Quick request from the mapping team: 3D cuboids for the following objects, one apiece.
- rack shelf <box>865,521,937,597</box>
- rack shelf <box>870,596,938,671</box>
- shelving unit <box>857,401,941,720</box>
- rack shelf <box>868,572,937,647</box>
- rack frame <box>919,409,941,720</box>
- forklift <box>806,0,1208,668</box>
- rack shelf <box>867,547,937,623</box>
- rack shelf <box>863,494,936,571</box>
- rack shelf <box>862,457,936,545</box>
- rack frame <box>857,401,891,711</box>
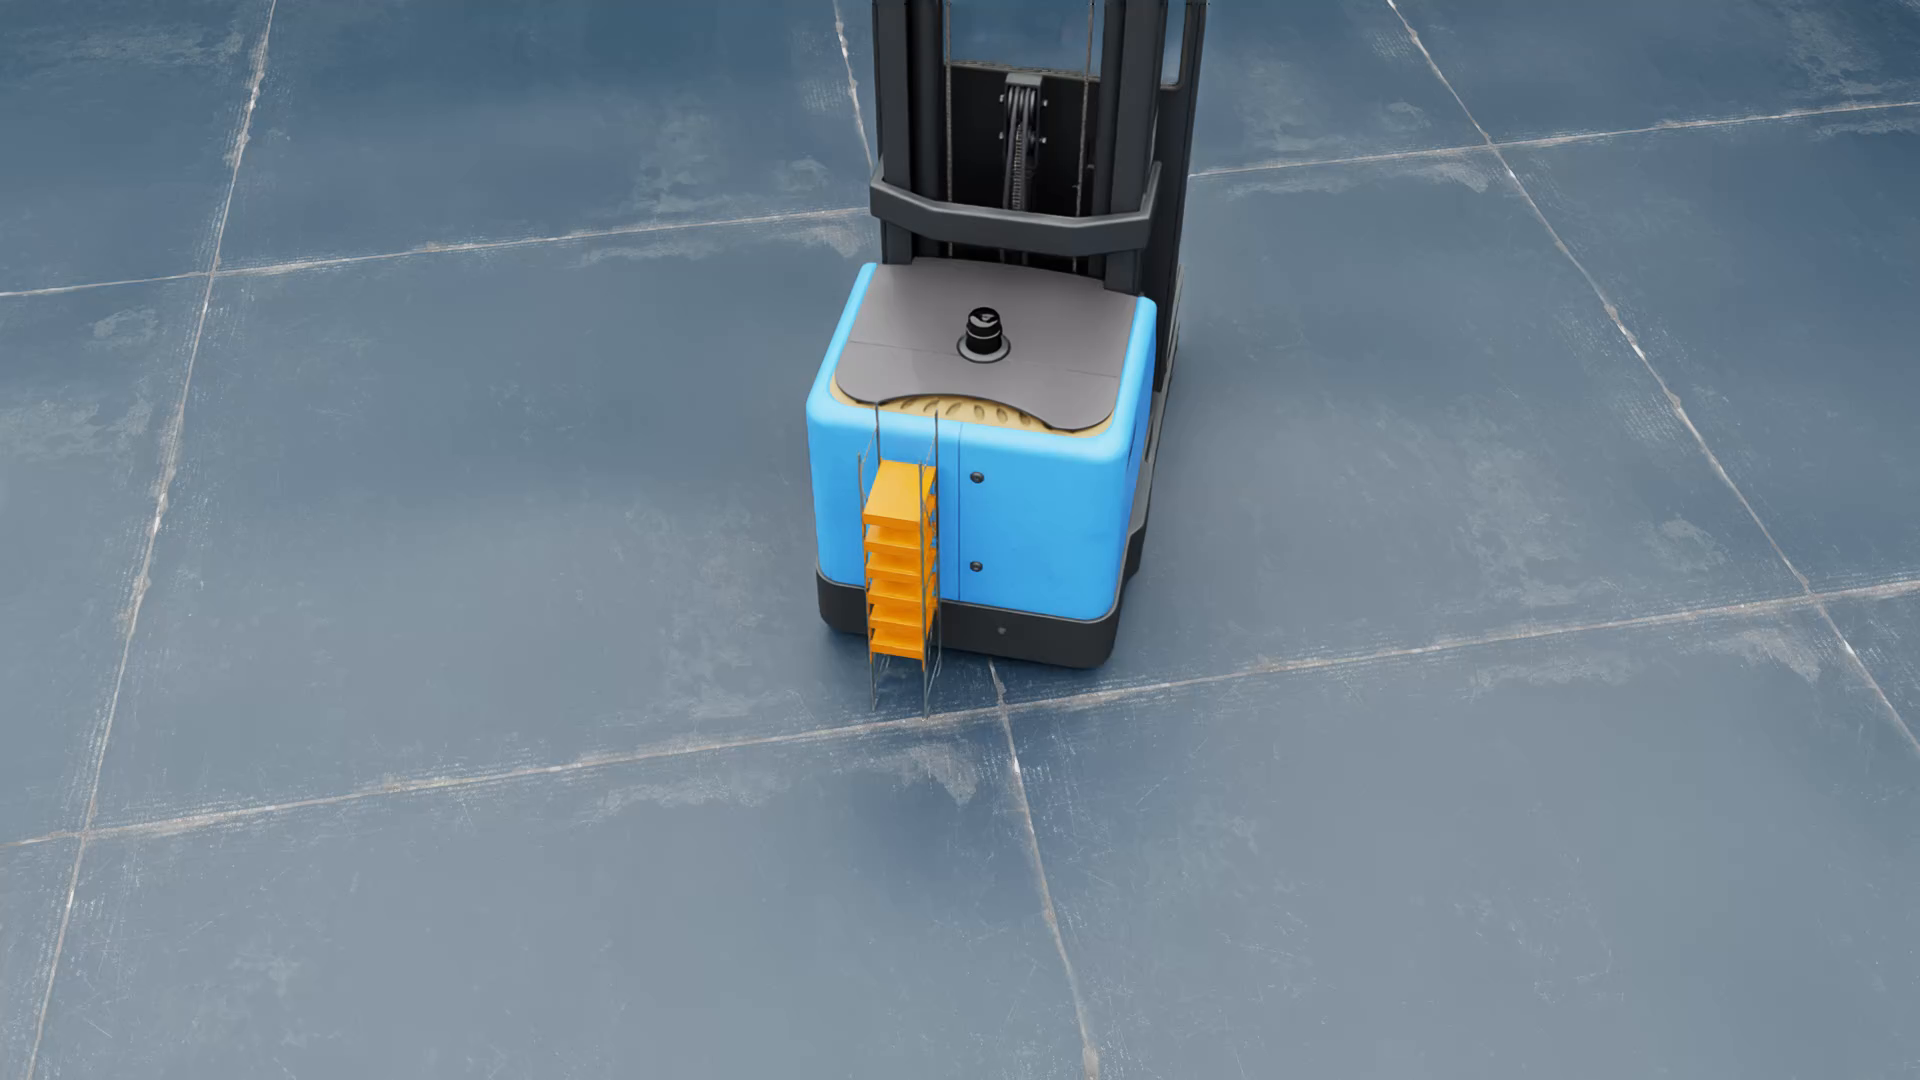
[{"bbox_3d":[-0.182,0.044,5.269,0.180,0.103,0.258,8,47,8],"label":"rack shelf"},{"bbox_3d":[-0.182,0.294,5.528,0.180,0.103,0.258,8,47,8],"label":"rack shelf"},{"bbox_3d":[-0.182,0.097,5.323,0.189,1.200,0.258,8,47,8],"label":"shelving unit"},{"bbox_3d":[-0.182,0.211,5.442,0.180,0.103,0.258,8,47,8],"label":"rack shelf"},{"bbox_3d":[-0.092,0.110,5.310,0.006,1.200,0.240,8,47,8],"label":"rack frame"},{"bbox_3d":[0.302,-1.655,5.809,1.130,2.935,3.031,8,47,8],"label":"forklift"},{"bbox_3d":[-0.182,0.128,5.355,0.180,0.103,0.258,8,47,8],"label":"rack shelf"},{"bbox_3d":[-0.182,-0.039,5.182,0.180,0.103,0.258,8,47,8],"label":"rack shelf"},{"bbox_3d":[-0.182,-0.122,5.096,0.180,0.103,0.258,8,47,8],"label":"rack shelf"},{"bbox_3d":[-0.272,0.083,5.336,0.006,1.200,0.240,8,47,8],"label":"rack frame"}]
